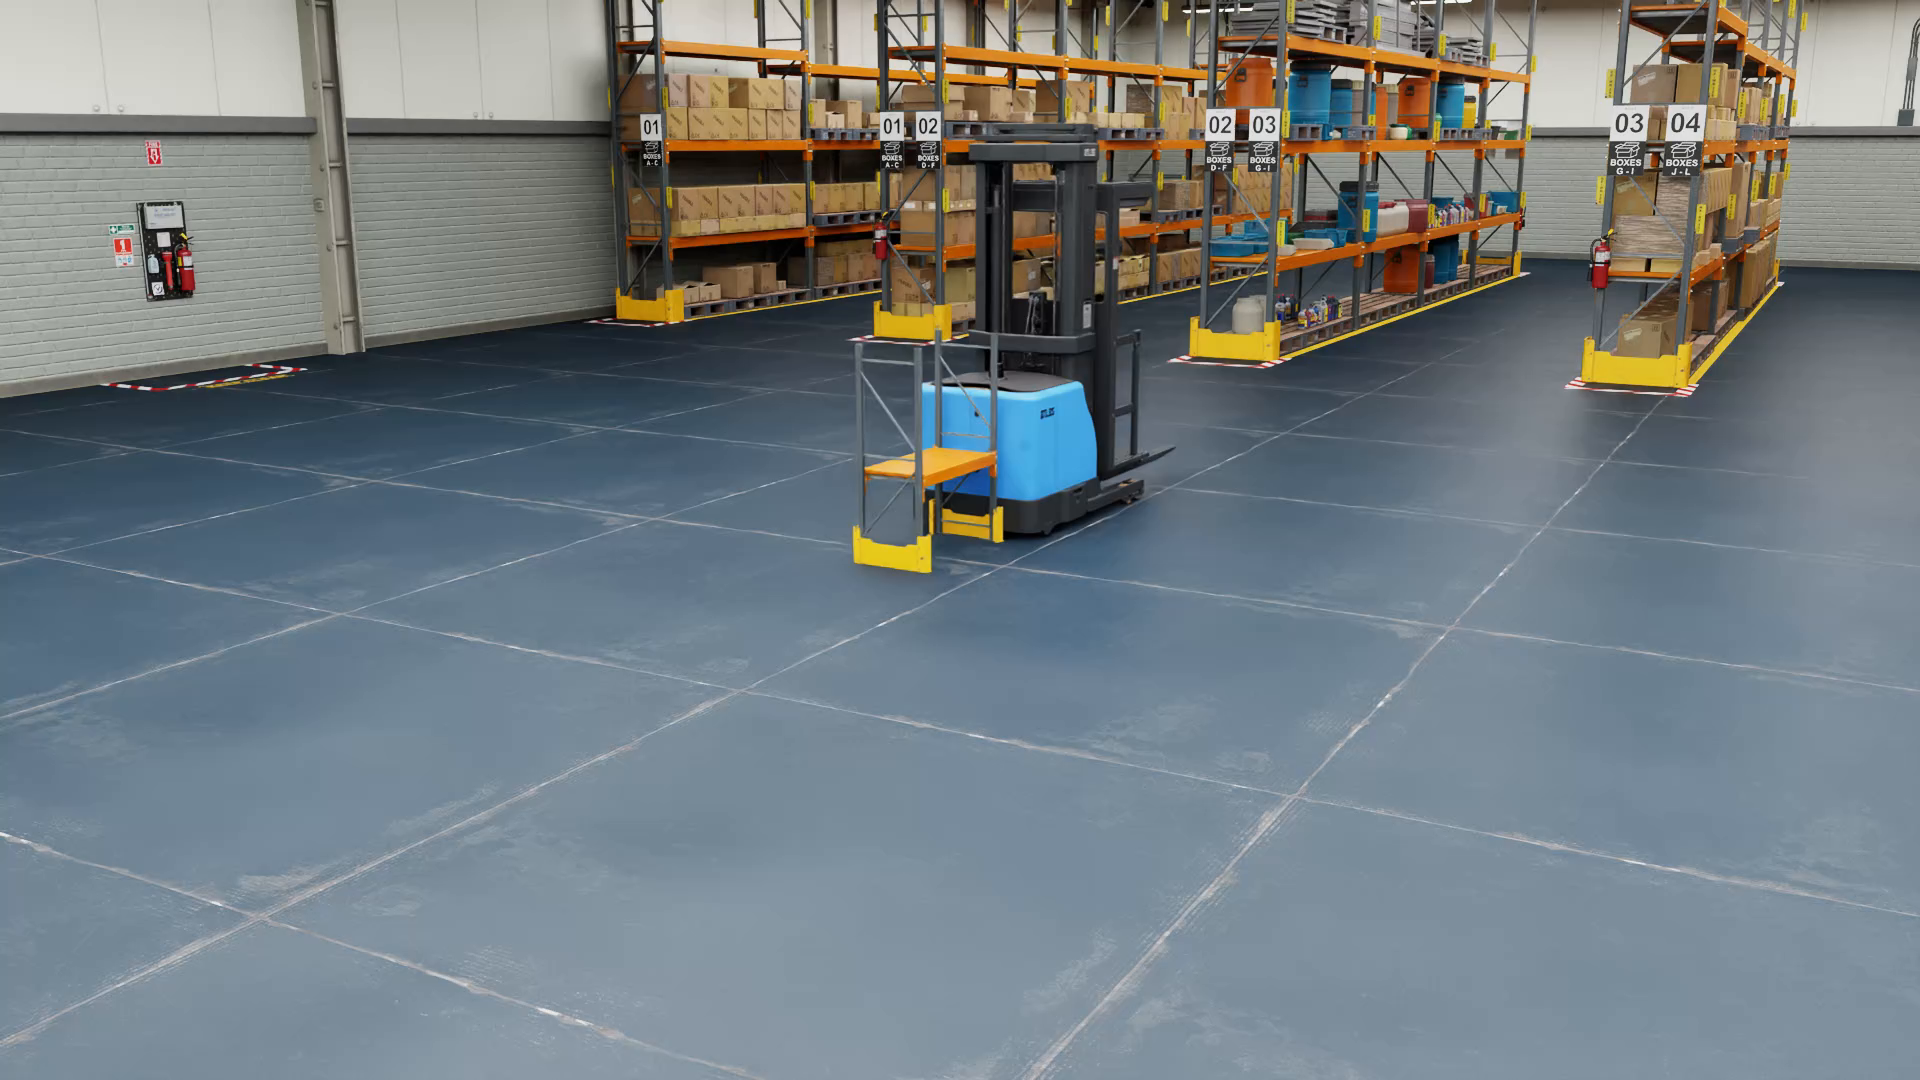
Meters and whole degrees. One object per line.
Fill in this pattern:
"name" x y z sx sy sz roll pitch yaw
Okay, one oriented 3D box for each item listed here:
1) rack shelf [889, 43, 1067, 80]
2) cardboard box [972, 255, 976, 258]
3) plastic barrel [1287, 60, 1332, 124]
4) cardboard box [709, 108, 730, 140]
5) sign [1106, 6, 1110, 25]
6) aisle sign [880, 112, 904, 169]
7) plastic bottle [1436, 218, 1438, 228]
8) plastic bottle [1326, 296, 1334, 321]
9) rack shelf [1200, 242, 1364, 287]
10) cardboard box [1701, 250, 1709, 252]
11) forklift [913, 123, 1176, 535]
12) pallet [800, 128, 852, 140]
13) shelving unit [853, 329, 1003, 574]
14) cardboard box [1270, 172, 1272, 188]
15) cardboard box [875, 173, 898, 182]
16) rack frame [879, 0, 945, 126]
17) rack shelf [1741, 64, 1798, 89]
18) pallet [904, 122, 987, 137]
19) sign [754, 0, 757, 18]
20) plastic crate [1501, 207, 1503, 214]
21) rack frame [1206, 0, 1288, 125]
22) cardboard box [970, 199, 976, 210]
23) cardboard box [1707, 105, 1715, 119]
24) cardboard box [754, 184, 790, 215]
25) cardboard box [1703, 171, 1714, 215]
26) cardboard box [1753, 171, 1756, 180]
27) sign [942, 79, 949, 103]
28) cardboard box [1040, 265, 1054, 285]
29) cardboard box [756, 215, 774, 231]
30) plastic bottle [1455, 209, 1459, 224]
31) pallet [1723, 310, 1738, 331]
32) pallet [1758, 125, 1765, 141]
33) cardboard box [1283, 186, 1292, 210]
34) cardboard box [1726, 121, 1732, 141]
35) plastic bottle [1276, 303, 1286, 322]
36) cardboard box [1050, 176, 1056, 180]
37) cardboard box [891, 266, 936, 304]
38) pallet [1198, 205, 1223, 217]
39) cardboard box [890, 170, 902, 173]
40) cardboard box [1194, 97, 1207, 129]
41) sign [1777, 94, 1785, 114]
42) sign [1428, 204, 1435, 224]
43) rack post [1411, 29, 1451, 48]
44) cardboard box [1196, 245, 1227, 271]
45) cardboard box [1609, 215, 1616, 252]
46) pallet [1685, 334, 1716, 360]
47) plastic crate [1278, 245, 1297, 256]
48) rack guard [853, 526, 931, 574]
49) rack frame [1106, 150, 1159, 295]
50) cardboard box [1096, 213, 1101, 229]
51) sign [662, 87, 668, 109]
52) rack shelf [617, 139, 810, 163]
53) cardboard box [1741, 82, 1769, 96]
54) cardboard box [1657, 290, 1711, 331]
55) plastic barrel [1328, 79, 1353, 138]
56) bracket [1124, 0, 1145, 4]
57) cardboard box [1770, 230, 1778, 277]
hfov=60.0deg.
"rack shelf" 0.282 -7.218 25.159 1.077 0.370 4.000 7 15 28
"cardboard box" 0.151 -6.286 35.397 0.750 0.750 0.750 8 16 30
"plastic barrel" 5.009 -6.408 23.846 0.600 0.901 0.708 7 15 28
"cardboard box" -4.104 -6.765 27.039 0.500 0.500 0.500 8 16 31
"sign" 2.703 -9.545 30.262 0.100 0.325 0.005 7 15 28
"aisle sign" -0.973 -5.718 23.807 0.394 0.787 0.004 7 15 28
"plastic bottle" 8.378 -5.613 29.339 0.097 0.201 0.097 0 14 0
"plastic bottle" 5.432 -3.416 24.514 0.144 0.351 0.185 7 15 25
"rack shelf" 4.617 -3.934 23.484 1.077 0.370 4.000 7 15 28
"cardboard box" 9.335 -3.627 21.213 0.380 0.149 0.250 7 15 28
"forklift" 0.829 -1.758 13.074 1.130 2.935 3.031 8 16 29
"pallet" -2.697 -7.298 29.904 1.213 0.211 1.003 7 15 28
"shelving unit" -0.209 -0.646 11.515 0.587 1.500 1.083 8 16 29
"cardboard box" 6.586 -7.919 36.135 0.500 0.500 0.500 8 16 30
"cardboard box" -1.438 -7.073 32.434 0.380 0.149 0.250 5 14 19
"rack frame" -0.684 -7.351 23.326 1.000 3.000 0.127 7 15 28
"rack shelf" 14.753 -8.556 30.713 1.077 0.370 4.000 7 15 28
"pallet" -0.320 -5.992 24.277 1.003 0.211 1.213 7 15 28
"sign" -3.578 -9.325 29.183 0.100 0.325 0.005 7 15 28
"plastic crate" 10.996 -6.811 34.319 0.396 0.136 0.243 7 15 28
"rack frame" 3.650 -6.789 20.995 1.000 3.000 0.127 7 15 28
"cardboard box" 0.065 -5.012 24.825 0.380 0.149 0.250 7 15 27
"cardboard box" 8.531 -4.963 19.290 0.380 0.149 0.250 8 16 29
"cardboard box" -3.283 -5.882 28.710 0.500 0.500 0.500 7 15 28
"cardboard box" 8.738 -4.175 19.969 0.500 0.500 0.500 7 15 28
"cardboard box" 12.856 -5.909 27.791 0.797 0.503 0.637 8 16 30
"sign" -0.202 -6.292 23.300 0.100 0.325 0.005 7 15 28
"cardboard box" 1.667 -4.452 27.875 0.500 0.311 0.500 7 15 28
"cardboard box" -3.530 -5.415 28.372 0.500 0.250 0.500 7 15 28
"plastic bottle" 9.123 -5.979 30.697 0.152 0.276 0.135 7 15 28
"pallet" 11.474 -3.437 25.841 1.003 0.211 1.213 7 15 28
"pallet" 10.810 -5.827 23.804 1.213 0.211 1.003 7 15 28
"cardboard box" 7.072 -7.643 37.124 0.500 0.500 0.500 8 16 30
"cardboard box" 9.666 -5.289 21.490 0.500 0.250 0.500 8 16 29
"plastic bottle" 4.675 -3.327 24.307 0.152 0.276 0.135 7 15 28
"cardboard box" 1.756 -8.012 38.227 0.980 0.700 0.700 7 15 25
"cardboard box" -0.686 -3.811 24.810 0.500 0.500 0.500 7 15 28
"pallet" 4.635 -6.652 33.635 1.003 0.211 1.213 7 15 28
"cardboard box" -1.163 -7.327 33.533 0.500 0.250 0.500 8 16 30
"cardboard box" 4.505 -8.422 32.843 0.600 0.600 0.600 7 15 27
"sign" 14.266 -7.577 28.887 0.100 0.325 0.005 7 15 28
"sign" 8.002 -5.533 28.234 0.100 0.325 0.005 7 15 28
"rack post" 7.832 -8.547 28.448 0.954 0.300 0.937 7 15 28
"cardboard box" 5.129 -5.762 33.928 0.500 0.500 0.500 7 15 28
"cardboard box" 8.412 -3.731 20.261 0.875 0.500 0.500 7 15 28
"pallet" 9.626 -2.635 22.513 1.003 0.211 1.213 7 15 28
"plastic crate" 4.364 -3.892 22.339 0.298 0.136 0.250 7 15 28
"rack guard" -0.460 0.062 11.243 0.587 0.250 0.087 8 16 29
"rack frame" 3.183 -6.076 30.837 1.000 3.000 0.127 7 15 28
"cardboard box" 2.132 -5.671 28.942 0.500 0.500 0.500 7 15 28
"sign" -4.548 -6.817 25.645 0.100 0.325 0.005 7 15 28
"rack shelf" -4.056 -6.514 27.789 1.077 0.370 4.000 7 15 28
"cardboard box" 14.247 -8.090 29.868 0.500 0.250 0.500 6 15 24
"cardboard box" 10.235 -3.255 23.528 0.700 0.500 0.500 6 15 24
"plastic barrel" 5.639 -6.524 25.227 0.600 0.901 0.708 7 15 28
"bracket" 4.632 -14.006 43.250 0.076 0.066 3.189 7 15 28
"cardboard box" 15.481 -5.625 32.604 0.875 0.875 0.875 7 15 28
